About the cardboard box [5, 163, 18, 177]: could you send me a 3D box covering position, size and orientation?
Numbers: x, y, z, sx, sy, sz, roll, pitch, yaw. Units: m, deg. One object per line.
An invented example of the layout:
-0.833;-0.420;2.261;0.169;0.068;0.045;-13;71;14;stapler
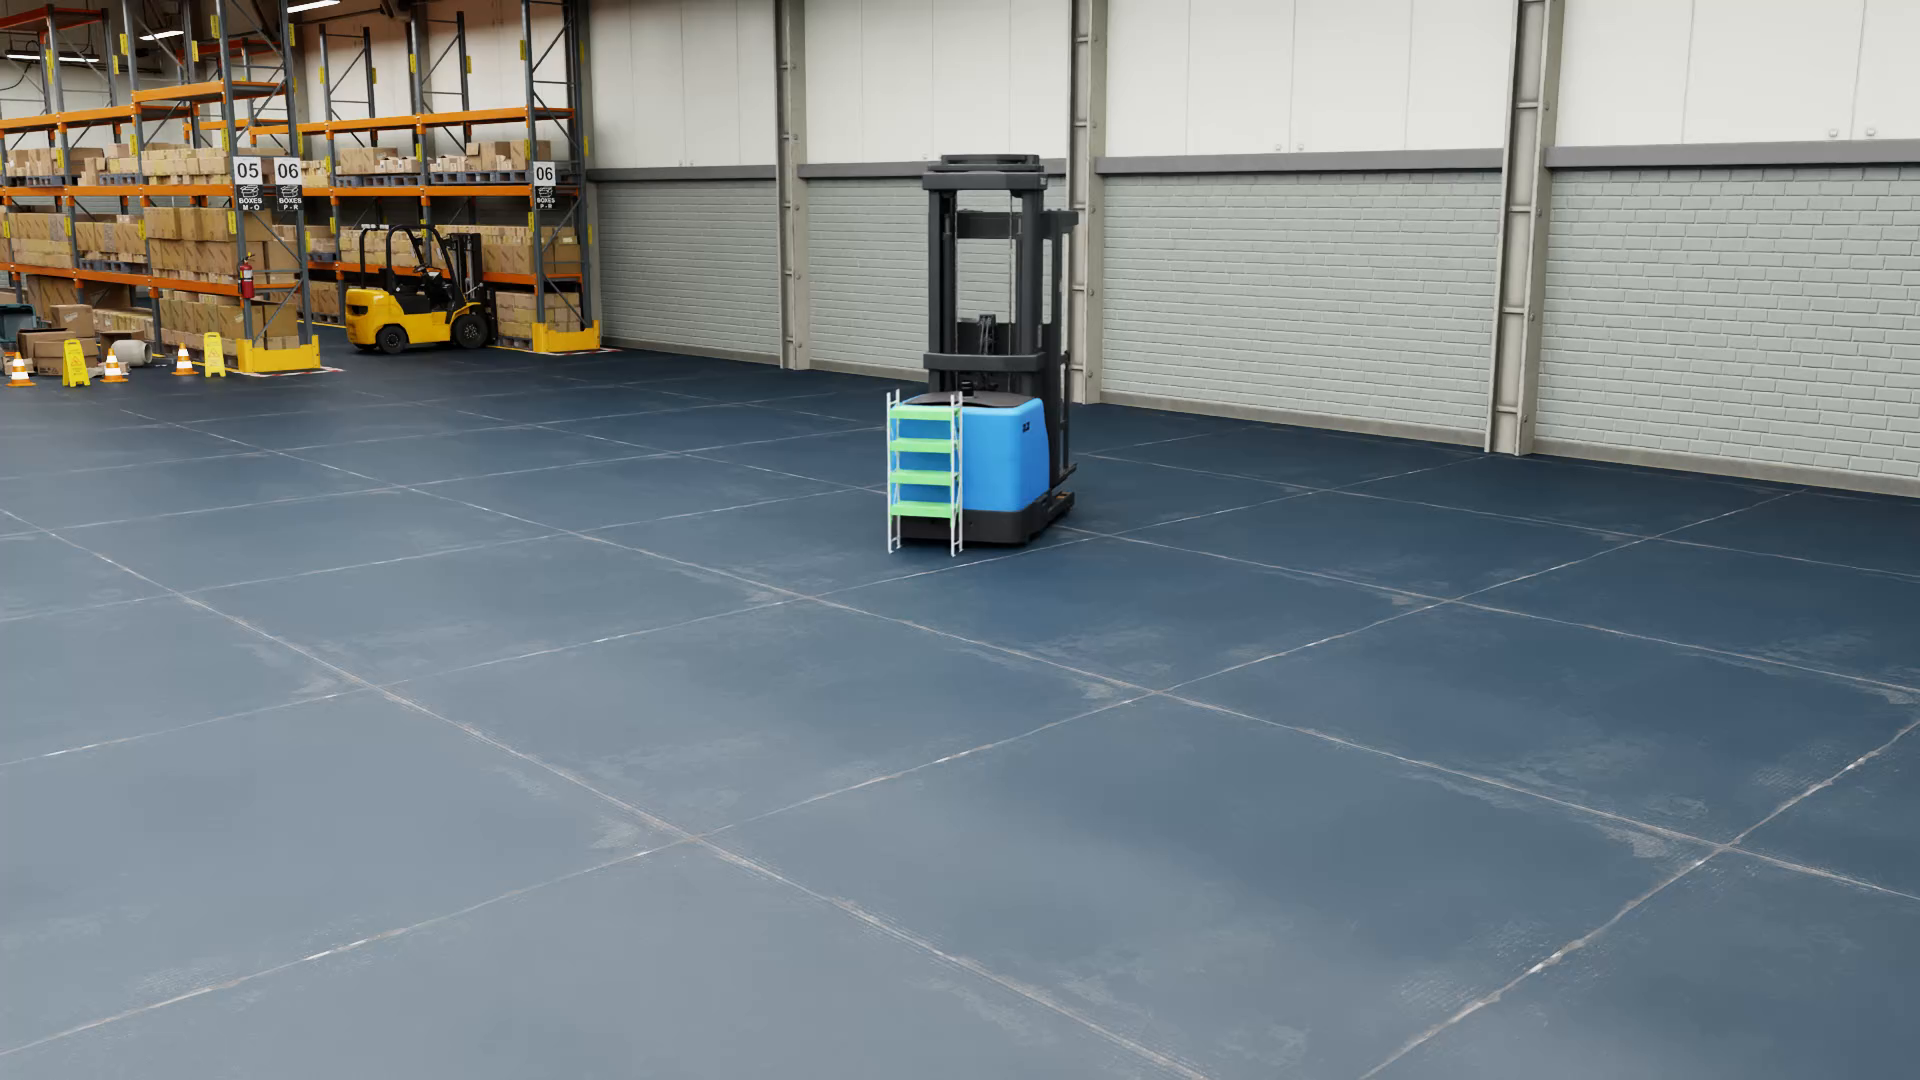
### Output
-18.652;-7.333;32.930;0.396;0.266;0.258;-11;16;-43;cardboard box

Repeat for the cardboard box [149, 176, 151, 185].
-13.182;-5.944;27.518;0.380;0.149;0.250;-11;16;-43;cardboard box

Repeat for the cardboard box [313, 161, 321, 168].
-13.172;-7.785;34.477;0.250;0.149;0.380;11;16;43;cardboard box

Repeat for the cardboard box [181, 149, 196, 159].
-11.988;-6.059;26.098;0.380;0.149;0.250;-10;16;-41;cardboard box

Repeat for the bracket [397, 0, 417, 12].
-10.813;-10.481;32.563;0.235;0.232;0.430;-11;16;-43;bracket

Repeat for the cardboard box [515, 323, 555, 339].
-7.423;-3.670;29.066;0.500;0.250;0.500;-11;16;-42;cardboard box

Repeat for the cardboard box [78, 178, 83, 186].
-15.888;-6.539;30.404;0.380;0.149;0.250;-11;16;-43;cardboard box

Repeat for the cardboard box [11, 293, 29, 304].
-19.101;-4.903;34.586;0.875;0.438;0.875;-11;16;-43;cardboard box

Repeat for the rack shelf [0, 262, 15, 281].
-20.126;-5.785;35.342;1.077;0.370;4.000;-11;16;-43;rack shelf

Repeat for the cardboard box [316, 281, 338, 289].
-13.430;-5.415;35.309;0.380;0.149;0.250;-10;15;-41;cardboard box

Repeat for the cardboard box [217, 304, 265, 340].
-11.200;-3.401;25.903;0.500;0.500;0.500;-11;16;-42;cardboard box

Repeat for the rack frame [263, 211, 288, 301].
-15.157;-6.538;37.213;1.000;3.000;0.127;-11;16;-43;rack frame

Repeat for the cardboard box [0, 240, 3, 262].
-19.609;-6.001;34.359;0.500;0.500;0.500;11;16;44;cardboard box

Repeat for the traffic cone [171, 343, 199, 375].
-11.688;-2.735;25.040;0.336;0.463;0.334;-11;16;-43;traffic cone

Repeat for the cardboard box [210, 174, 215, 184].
-11.261;-5.529;25.504;0.380;0.149;0.250;-10;15;-41;cardboard box

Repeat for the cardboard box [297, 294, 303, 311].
-13.916;-5.191;35.829;0.500;0.500;0.500;11;16;43;cardboard box

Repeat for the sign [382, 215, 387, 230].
-11.996;-6.599;34.640;0.100;0.325;0.005;-11;16;-43;sign

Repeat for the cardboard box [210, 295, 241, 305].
-11.502;-3.763;26.052;0.380;0.149;0.250;-10;15;-41;cardboard box

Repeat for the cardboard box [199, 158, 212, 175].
-11.343;-5.749;25.581;0.500;0.250;0.500;-11;16;-43;cardboard box

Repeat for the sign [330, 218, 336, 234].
-12.781;-6.406;33.897;0.100;0.325;0.005;-11;16;-43;sign

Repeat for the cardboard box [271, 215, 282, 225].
-15.993;-7.232;38.357;0.500;0.500;0.500;11;16;44;cardboard box

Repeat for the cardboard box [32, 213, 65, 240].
-17.571;-6.062;32.175;0.500;0.500;0.500;-11;16;-43;cardboard box

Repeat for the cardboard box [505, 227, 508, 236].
-7.781;-5.435;29.265;0.380;0.149;0.250;-11;16;-42;cardboard box

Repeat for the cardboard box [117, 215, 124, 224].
-14.394;-5.568;28.870;0.250;0.149;0.380;11;16;43;cardboard box

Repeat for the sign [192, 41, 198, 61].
-12.815;-8.186;27.832;0.100;0.325;0.005;-11;16;-43;sign

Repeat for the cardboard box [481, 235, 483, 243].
-8.549;-5.426;29.958;0.380;0.149;0.250;-11;16;-44;cardboard box

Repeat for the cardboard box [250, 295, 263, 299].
-16.001;-5.497;37.895;0.396;0.266;0.258;-10;15;-41;cardboard box

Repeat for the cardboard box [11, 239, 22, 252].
-18.645;-5.914;33.315;0.500;0.250;0.500;11;16;44;cardboard box

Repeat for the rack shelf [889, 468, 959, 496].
-0.260;-0.433;12.358;0.480;0.148;0.258;3;12;15;rack shelf

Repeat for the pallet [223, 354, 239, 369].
-11.046;-2.863;26.287;1.003;0.211;1.213;-11;16;-43;pallet

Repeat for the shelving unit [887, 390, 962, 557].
-0.260;-0.496;12.345;0.503;1.200;0.258;3;12;15;shelving unit

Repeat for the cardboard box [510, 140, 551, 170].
-7.352;-6.590;28.496;0.500;0.500;0.500;-10;15;-41;cardboard box

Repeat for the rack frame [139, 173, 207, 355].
-13.220;-4.678;28.186;1.000;3.000;0.127;-11;16;-43;rack frame

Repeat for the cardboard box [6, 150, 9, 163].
-19.699;-7.813;34.421;0.797;0.503;0.637;-9;15;-38;cardboard box

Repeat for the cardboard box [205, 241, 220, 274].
-11.374;-4.404;25.868;0.500;0.500;0.500;-11;16;-42;cardboard box

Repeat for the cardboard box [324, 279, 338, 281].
-13.617;-5.600;36.204;0.250;0.149;0.380;11;16;43;cardboard box

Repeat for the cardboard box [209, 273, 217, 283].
-11.487;-4.092;25.960;0.380;0.149;0.250;-11;16;-42;cardboard box

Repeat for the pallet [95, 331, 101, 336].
-15.444;-3.782;30.746;1.003;0.211;1.213;-11;16;-43;pallet

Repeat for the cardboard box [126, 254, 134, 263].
-14.149;-4.871;28.704;0.380;0.149;0.250;-11;16;-43;cardboard box

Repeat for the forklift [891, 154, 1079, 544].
0.346;-1.658;13.696;1.130;2.935;3.031;3;12;15;forklift

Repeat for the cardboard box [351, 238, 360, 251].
-11.920;-5.954;33.509;0.500;0.250;0.500;-10;15;-41;cardboard box

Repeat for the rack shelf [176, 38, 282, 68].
-16.539;-11.044;37.761;1.077;0.370;4.000;-11;16;-43;rack shelf

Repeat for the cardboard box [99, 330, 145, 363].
-13.464;-3.109;26.758;0.500;0.500;0.500;-1;12;-4;cardboard box

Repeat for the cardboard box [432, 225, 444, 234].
-9.627;-5.795;31.014;0.380;0.149;0.250;-10;16;-41;cardboard box

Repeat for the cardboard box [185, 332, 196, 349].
-12.263;-3.260;27.076;0.500;0.250;0.500;-11;16;-43;cardboard box

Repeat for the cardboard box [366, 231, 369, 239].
-11.622;-6.092;33.191;0.380;0.149;0.250;-11;16;-42;cardboard box

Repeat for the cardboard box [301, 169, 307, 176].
-13.684;-7.755;35.069;0.380;0.149;0.250;-10;15;-41;cardboard box

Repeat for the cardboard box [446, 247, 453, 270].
-9.143;-5.245;30.687;0.500;0.500;0.500;-11;16;-42;cardboard box

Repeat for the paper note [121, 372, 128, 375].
-12.550;-2.501;24.975;0.142;0.019;0.148;6;13;26;paper note

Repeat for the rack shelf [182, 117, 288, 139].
-16.539;-9.414;38.097;1.077;0.370;4.000;-11;16;-43;rack shelf

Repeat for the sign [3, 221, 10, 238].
-19.145;-6.231;33.381;0.100;0.325;0.005;-11;16;-43;sign
